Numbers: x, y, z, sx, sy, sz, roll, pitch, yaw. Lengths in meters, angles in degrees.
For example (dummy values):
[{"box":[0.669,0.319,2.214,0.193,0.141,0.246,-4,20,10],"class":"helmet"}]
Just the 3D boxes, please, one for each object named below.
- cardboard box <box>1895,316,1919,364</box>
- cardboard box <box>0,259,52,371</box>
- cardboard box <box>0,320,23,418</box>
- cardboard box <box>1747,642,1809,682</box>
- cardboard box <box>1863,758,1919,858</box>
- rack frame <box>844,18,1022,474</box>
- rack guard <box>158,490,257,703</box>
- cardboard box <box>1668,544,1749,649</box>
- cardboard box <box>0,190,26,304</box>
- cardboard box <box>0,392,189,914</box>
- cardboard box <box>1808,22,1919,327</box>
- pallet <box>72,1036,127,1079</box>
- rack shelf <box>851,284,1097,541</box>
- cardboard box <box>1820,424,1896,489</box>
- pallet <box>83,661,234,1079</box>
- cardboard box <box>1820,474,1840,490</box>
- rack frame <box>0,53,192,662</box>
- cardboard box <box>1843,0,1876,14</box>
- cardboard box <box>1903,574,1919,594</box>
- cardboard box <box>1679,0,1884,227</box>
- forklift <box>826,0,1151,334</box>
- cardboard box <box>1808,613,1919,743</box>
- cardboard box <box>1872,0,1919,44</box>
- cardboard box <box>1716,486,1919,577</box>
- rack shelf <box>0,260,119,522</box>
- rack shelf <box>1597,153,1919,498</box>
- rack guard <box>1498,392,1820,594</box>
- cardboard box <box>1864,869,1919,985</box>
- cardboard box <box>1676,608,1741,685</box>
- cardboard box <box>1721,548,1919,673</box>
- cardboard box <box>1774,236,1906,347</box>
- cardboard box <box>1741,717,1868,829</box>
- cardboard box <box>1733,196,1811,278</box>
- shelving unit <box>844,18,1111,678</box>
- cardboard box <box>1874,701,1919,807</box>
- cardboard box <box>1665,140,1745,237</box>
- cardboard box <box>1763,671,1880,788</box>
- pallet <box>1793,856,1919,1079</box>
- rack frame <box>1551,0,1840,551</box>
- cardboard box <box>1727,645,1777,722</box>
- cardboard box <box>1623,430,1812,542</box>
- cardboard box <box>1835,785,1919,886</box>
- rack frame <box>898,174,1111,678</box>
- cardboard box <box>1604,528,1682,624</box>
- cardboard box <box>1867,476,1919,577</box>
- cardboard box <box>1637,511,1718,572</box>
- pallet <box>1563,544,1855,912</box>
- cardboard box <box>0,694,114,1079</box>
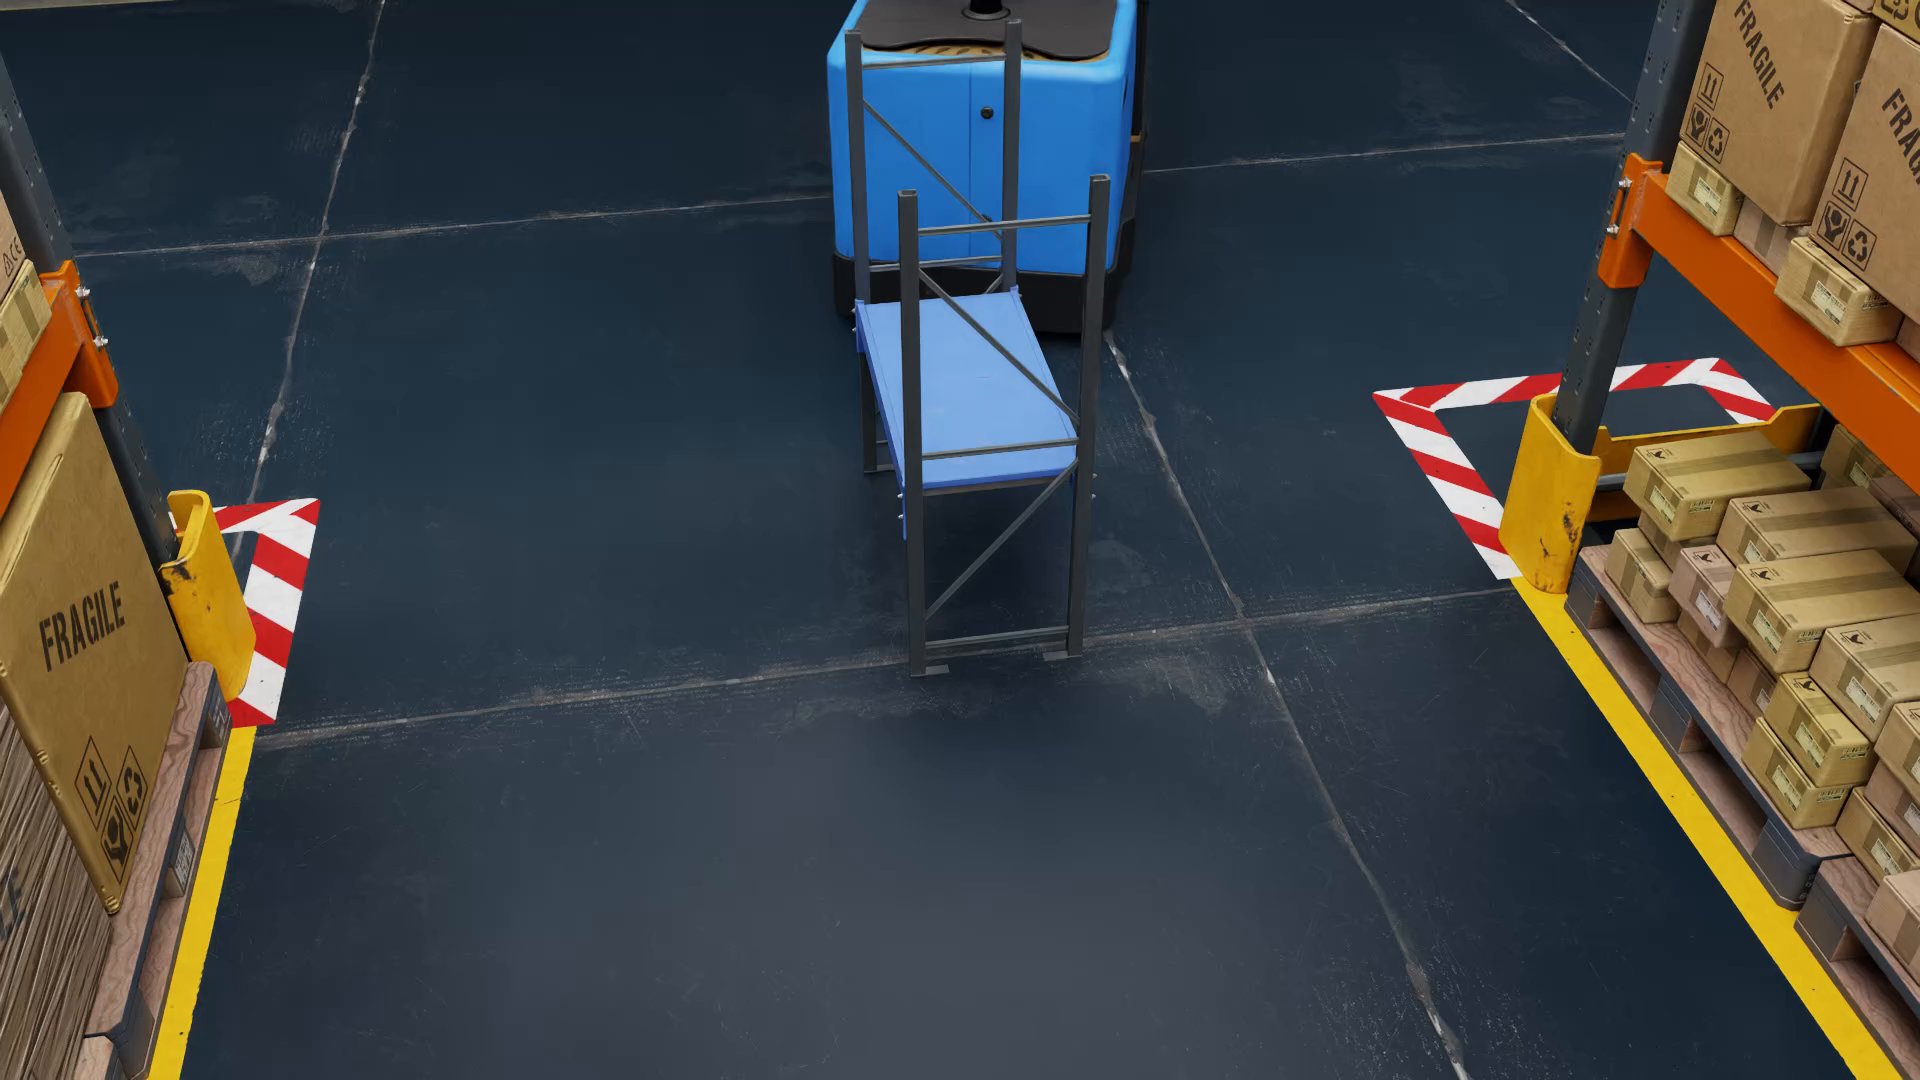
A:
[{"box":[2.277,-0.437,3.572,0.380,0.149,0.250,-5,38,-6],"class":"cardboard box"},{"box":[-2.231,-0.475,3.621,0.380,0.149,0.250,-6,38,-7],"class":"cardboard box"},{"box":[-2.184,-0.318,3.420,0.380,0.149,0.250,-6,38,-7],"class":"cardboard box"},{"box":[2.245,0.270,4.197,0.380,0.149,0.250,-6,38,-7],"class":"cardboard box"},{"box":[2.323,0.587,3.789,0.380,0.149,0.250,-8,39,-10],"class":"cardboard box"},{"box":[-0.074,-0.848,5.119,0.500,1.500,0.032,-6,38,-8],"class":"rack frame"},{"box":[-2.622,0.219,4.561,1.175,0.500,0.348,-6,38,-8],"class":"rack guard"},{"box":[2.115,0.132,4.375,0.380,0.149,0.250,-6,38,-8],"class":"cardboard box"},{"box":[-2.272,-0.548,3.390,0.500,0.250,0.500,-7,38,-9],"class":"cardboard box"},{"box":[-2.427,0.297,3.812,0.875,0.875,0.875,-6,38,-8],"class":"cardboard box"},{"box":[2.209,-0.762,3.462,0.500,0.500,0.500,-6,38,-8],"class":"cardboard box"},{"box":[-2.190,1.557,3.074,1.003,0.211,1.213,-6,38,-8],"class":"pallet"},{"box":[0.015,-0.399,4.834,0.538,0.185,1.000,-6,38,-8],"class":"rack shelf"},{"box":[2.625,-0.209,4.570,0.380,0.149,0.250,-6,38,-7],"class":"cardboard box"},{"box":[-2.401,0.822,4.020,1.003,0.211,1.213,-6,38,-8],"class":"pallet"},{"box":[2.657,-0.096,4.667,0.380,0.149,0.250,-7,38,-9],"class":"cardboard box"},{"box":[-2.618,-0.754,3.776,1.000,3.000,0.127,-6,38,-8],"class":"rack frame"},{"box":[2.100,-1.479,3.569,0.500,0.500,0.500,-6,38,-8],"class":"cardboard box"},{"box":[2.649,0.068,4.457,0.380,0.149,0.250,-7,38,-9],"class":"cardboard box"},{"box":[2.090,-1.083,3.875,0.500,0.500,0.500,-5,38,-6],"class":"cardboard box"},{"box":[0.251,-2.811,6.479,1.130,2.935,3.031,5,38,7],"class":"forklift"},{"box":[2.250,0.312,3.900,0.380,0.149,0.250,-8,39,-10],"class":"cardboard box"},{"box":[2.195,-1.174,3.178,0.500,0.500,0.500,-5,38,-7],"class":"cardboard box"},{"box":[2.207,0.005,4.295,0.380,0.149,0.250,-6,38,-7],"class":"cardboard box"},{"box":[-2.267,0.738,2.441,1.077,0.370,4.000,-6,38,-8],"class":"rack shelf"},{"box":[2.634,0.266,3.050,1.077,0.370,4.000,-6,38,-8],"class":"rack shelf"},{"box":[2.296,-0.193,5.092,1.175,0.500,0.348,-6,38,-8],"class":"rack guard"},{"box":[2.270,0.853,3.689,0.380,0.149,0.250,-8,39,-10],"class":"cardboard box"},{"box":[2.186,0.234,4.486,0.380,0.149,0.250,-6,38,-8],"class":"cardboard box"},{"box":[2.125,0.171,4.081,0.380,0.149,0.250,-6,38,-8],"class":"cardboard box"},{"box":[2.097,-0.579,3.755,0.380,0.149,0.250,-7,38,-9],"class":"cardboard box"},{"box":[2.173,0.549,4.080,0.380,0.149,0.250,-6,38,-7],"class":"cardboard box"},{"box":[2.103,-0.747,3.971,0.380,0.149,0.250,-5,38,-6],"class":"cardboard box"},{"box":[0.015,-0.541,4.724,0.538,1.500,1.048,-6,38,-8],"class":"shelving unit"},{"box":[2.290,0.481,3.683,0.380,0.149,0.250,-5,38,-6],"class":"cardboard box"},{"box":[2.017,-0.896,4.164,0.380,0.149,0.250,-7,38,-8],"class":"cardboard box"},{"box":[2.183,0.437,3.982,0.380,0.149,0.250,-5,38,-7],"class":"cardboard box"},{"box":[2.614,1.150,3.597,1.003,0.211,1.213,-6,38,-8],"class":"pallet"},{"box":[2.283,-1.226,4.384,1.000,3.000,0.127,-6,38,-8],"class":"rack frame"},{"box":[2.237,0.383,4.294,0.380,0.149,0.250,-6,38,-7],"class":"cardboard box"},{"box":[2.040,-0.148,4.493,0.380,0.149,0.250,-8,39,-10],"class":"cardboard box"},{"box":[2.312,0.693,3.895,0.380,0.149,0.250,-6,38,-8],"class":"cardboard box"},{"box":[0.104,-0.234,4.328,0.500,1.500,0.032,-6,38,-8],"class":"rack frame"},{"box":[2.060,0.084,4.678,0.380,0.149,0.250,-5,38,-7],"class":"cardboard box"},{"box":[2.613,-0.051,4.367,0.380,0.149,0.250,-6,38,-7],"class":"cardboard box"},{"box":[2.122,-0.040,4.595,0.380,0.149,0.250,-5,38,-6],"class":"cardboard box"},{"box":[2.404,0.415,4.544,1.003,0.211,1.213,-6,38,-8],"class":"pallet"},{"box":[-2.267,0.847,3.105,0.875,0.875,0.875,-6,38,-8],"class":"cardboard box"}]
